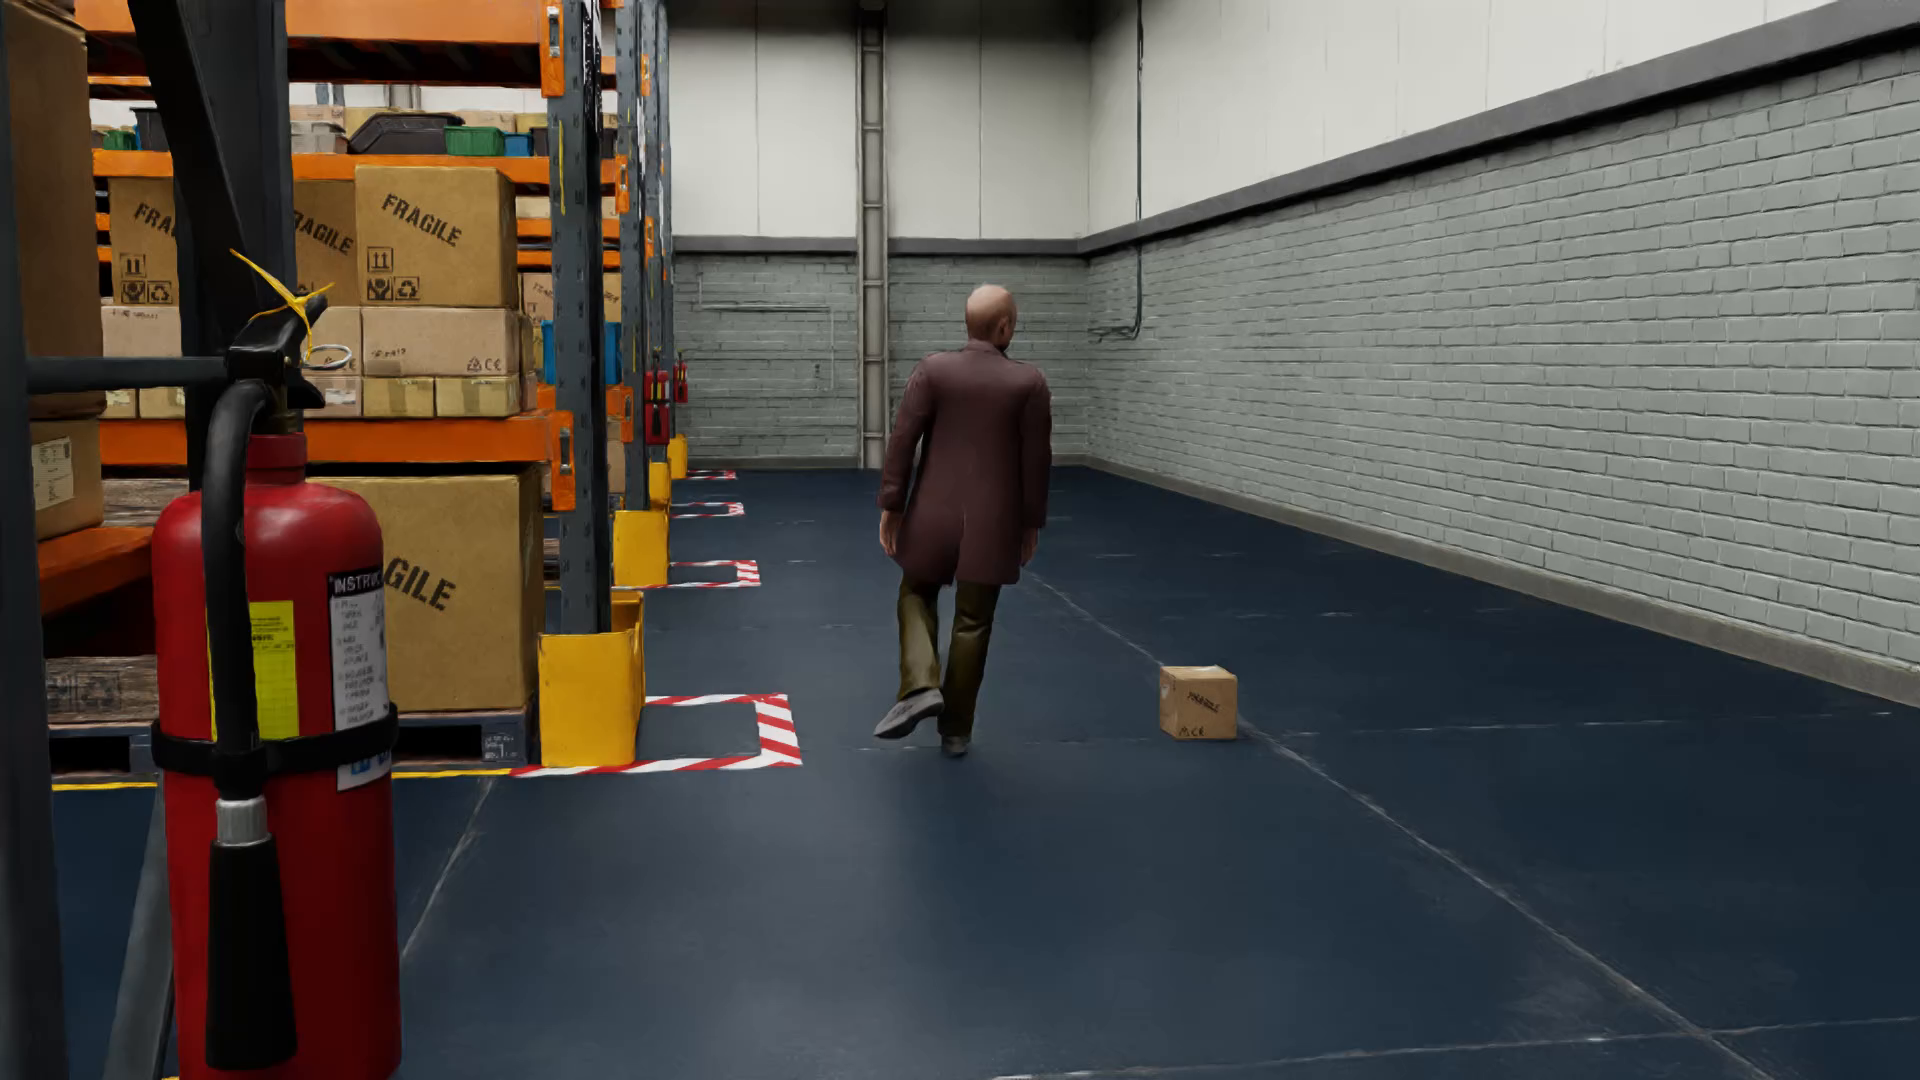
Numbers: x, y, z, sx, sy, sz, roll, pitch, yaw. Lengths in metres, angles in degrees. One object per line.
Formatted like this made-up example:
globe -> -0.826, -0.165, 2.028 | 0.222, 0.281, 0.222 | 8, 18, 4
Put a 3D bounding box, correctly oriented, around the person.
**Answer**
person -> 0.011, -0.073, 6.334 | 0.677, 1.771, 0.528 | 0, 6, 3
